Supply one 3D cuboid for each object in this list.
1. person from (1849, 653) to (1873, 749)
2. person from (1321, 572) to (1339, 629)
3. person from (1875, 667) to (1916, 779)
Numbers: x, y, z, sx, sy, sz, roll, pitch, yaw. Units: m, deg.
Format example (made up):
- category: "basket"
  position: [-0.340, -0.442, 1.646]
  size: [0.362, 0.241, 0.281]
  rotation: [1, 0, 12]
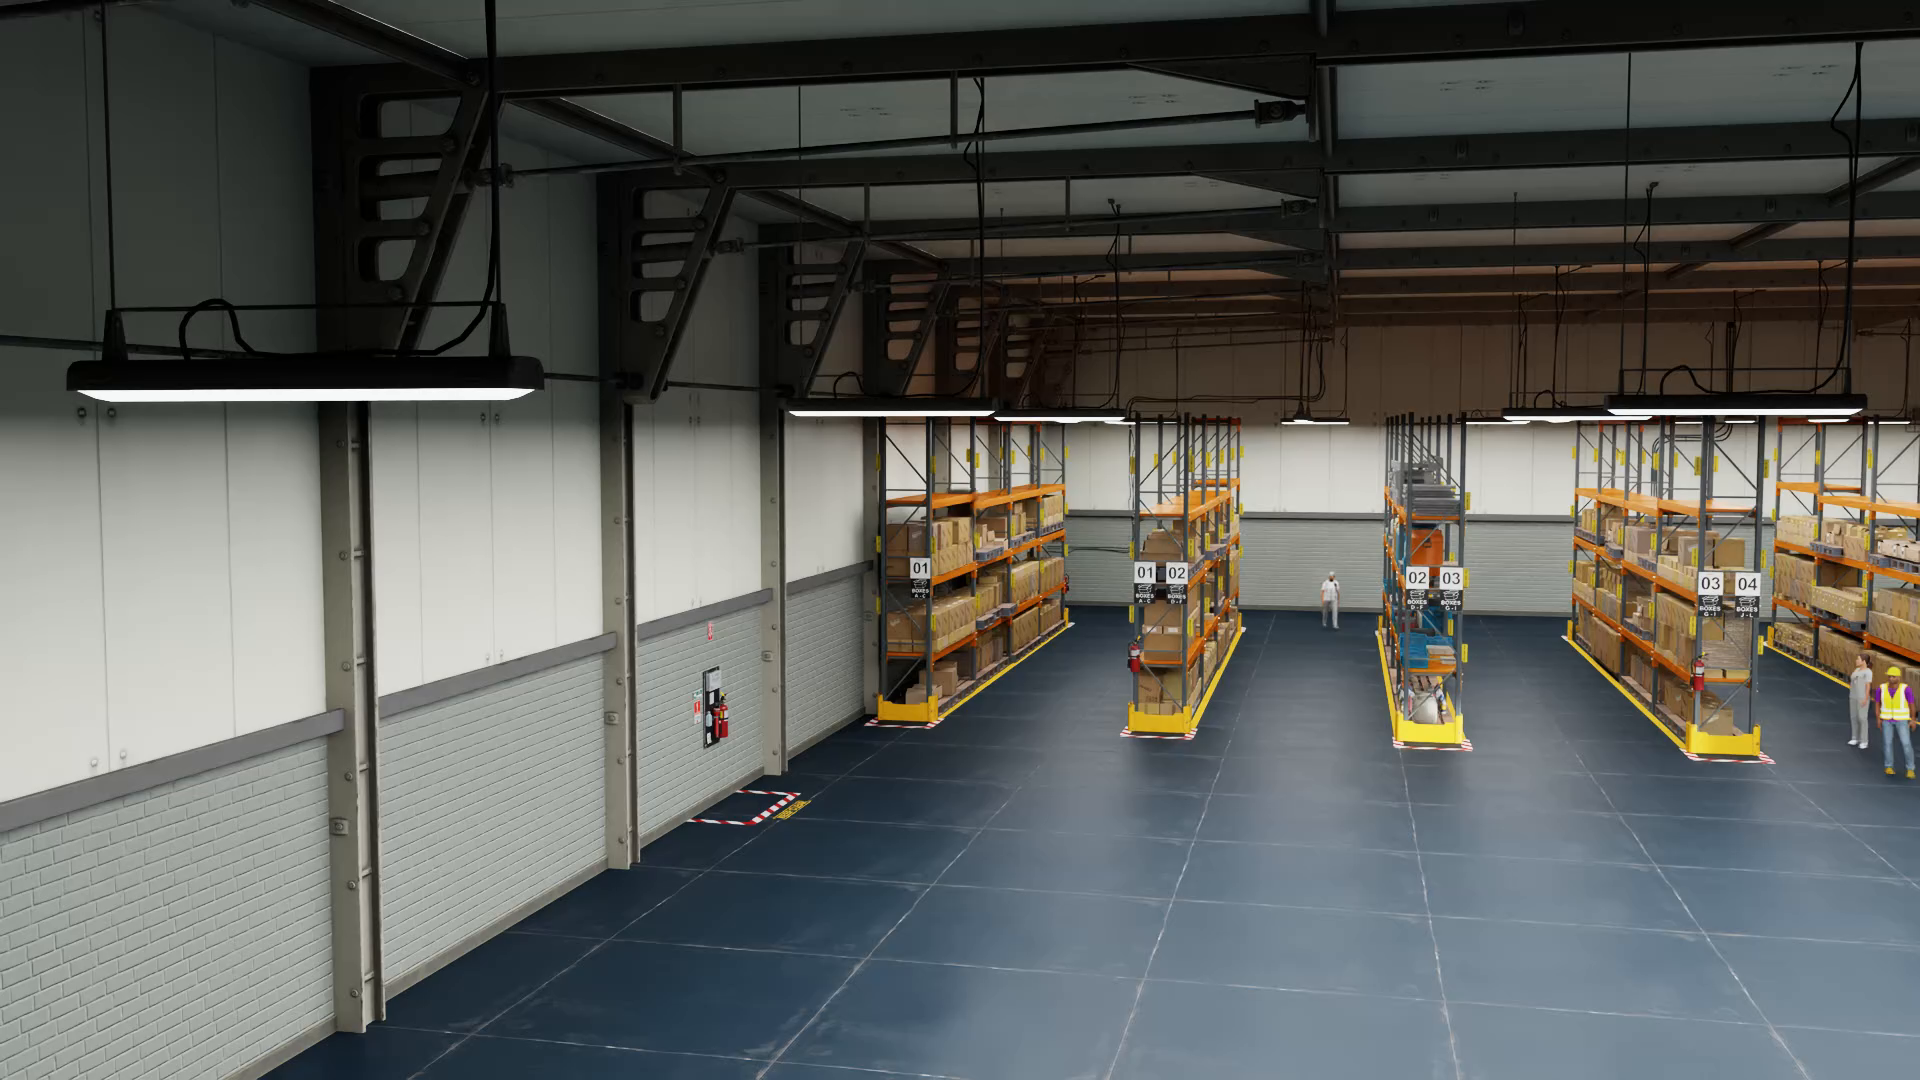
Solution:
- category: "person"
  position: [16.163, 2.891, 29.903]
  size: [0.453, 1.723, 0.473]
  rotation: [-2, 4, -23]
- category: "person"
  position: [10.524, 1.710, 47.234]
  size: [0.528, 1.621, 0.987]
  rotation: [0, 4, 2]
- category: "person"
  position: [15.430, 2.990, 27.403]
  size: [0.685, 1.781, 0.449]
  rotation: [3, 5, 40]
